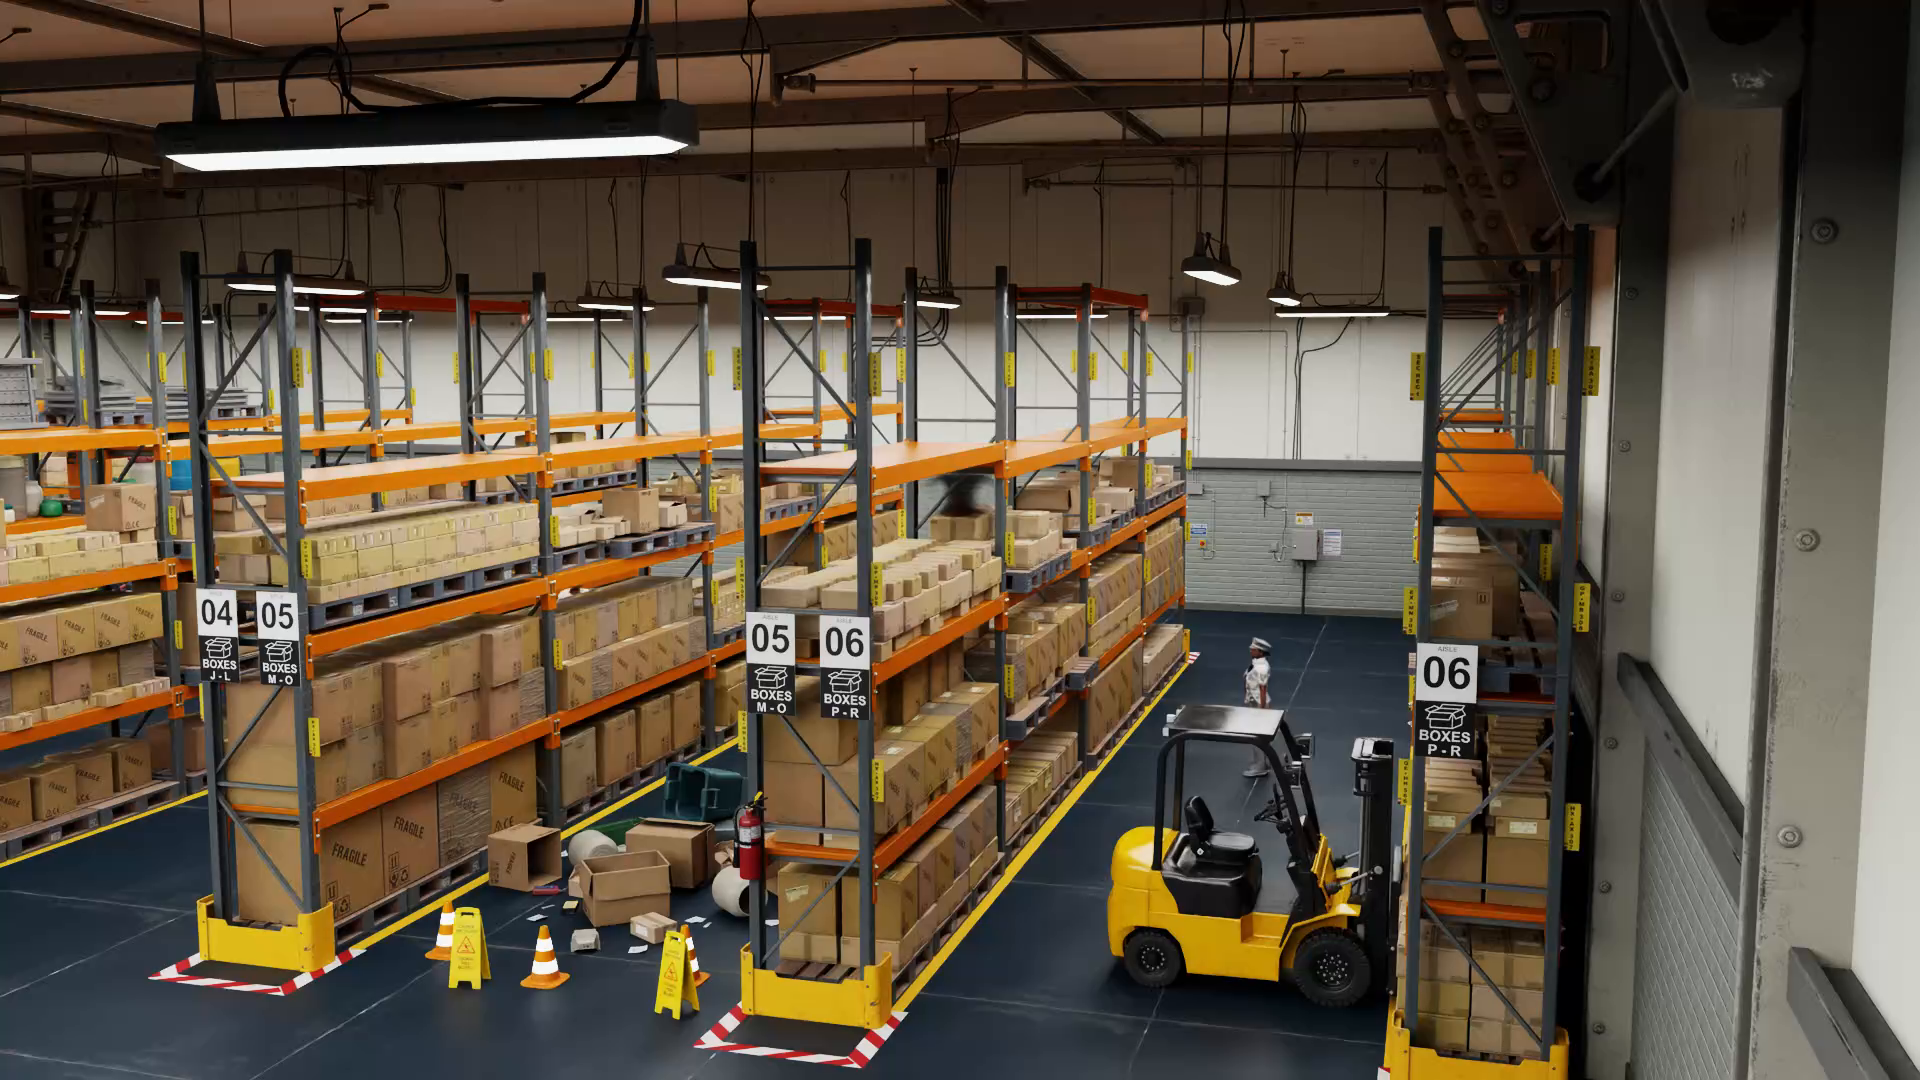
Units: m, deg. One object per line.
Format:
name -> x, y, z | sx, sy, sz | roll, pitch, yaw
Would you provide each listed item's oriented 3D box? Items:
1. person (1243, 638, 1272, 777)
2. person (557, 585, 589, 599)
person -> 3.655, 2.040, 20.463 | 0.365, 1.696, 0.527 | 2, 7, 16
person -> -6.096, 1.389, 26.270 | 0.702, 1.769, 0.953 | 2, 7, 15
